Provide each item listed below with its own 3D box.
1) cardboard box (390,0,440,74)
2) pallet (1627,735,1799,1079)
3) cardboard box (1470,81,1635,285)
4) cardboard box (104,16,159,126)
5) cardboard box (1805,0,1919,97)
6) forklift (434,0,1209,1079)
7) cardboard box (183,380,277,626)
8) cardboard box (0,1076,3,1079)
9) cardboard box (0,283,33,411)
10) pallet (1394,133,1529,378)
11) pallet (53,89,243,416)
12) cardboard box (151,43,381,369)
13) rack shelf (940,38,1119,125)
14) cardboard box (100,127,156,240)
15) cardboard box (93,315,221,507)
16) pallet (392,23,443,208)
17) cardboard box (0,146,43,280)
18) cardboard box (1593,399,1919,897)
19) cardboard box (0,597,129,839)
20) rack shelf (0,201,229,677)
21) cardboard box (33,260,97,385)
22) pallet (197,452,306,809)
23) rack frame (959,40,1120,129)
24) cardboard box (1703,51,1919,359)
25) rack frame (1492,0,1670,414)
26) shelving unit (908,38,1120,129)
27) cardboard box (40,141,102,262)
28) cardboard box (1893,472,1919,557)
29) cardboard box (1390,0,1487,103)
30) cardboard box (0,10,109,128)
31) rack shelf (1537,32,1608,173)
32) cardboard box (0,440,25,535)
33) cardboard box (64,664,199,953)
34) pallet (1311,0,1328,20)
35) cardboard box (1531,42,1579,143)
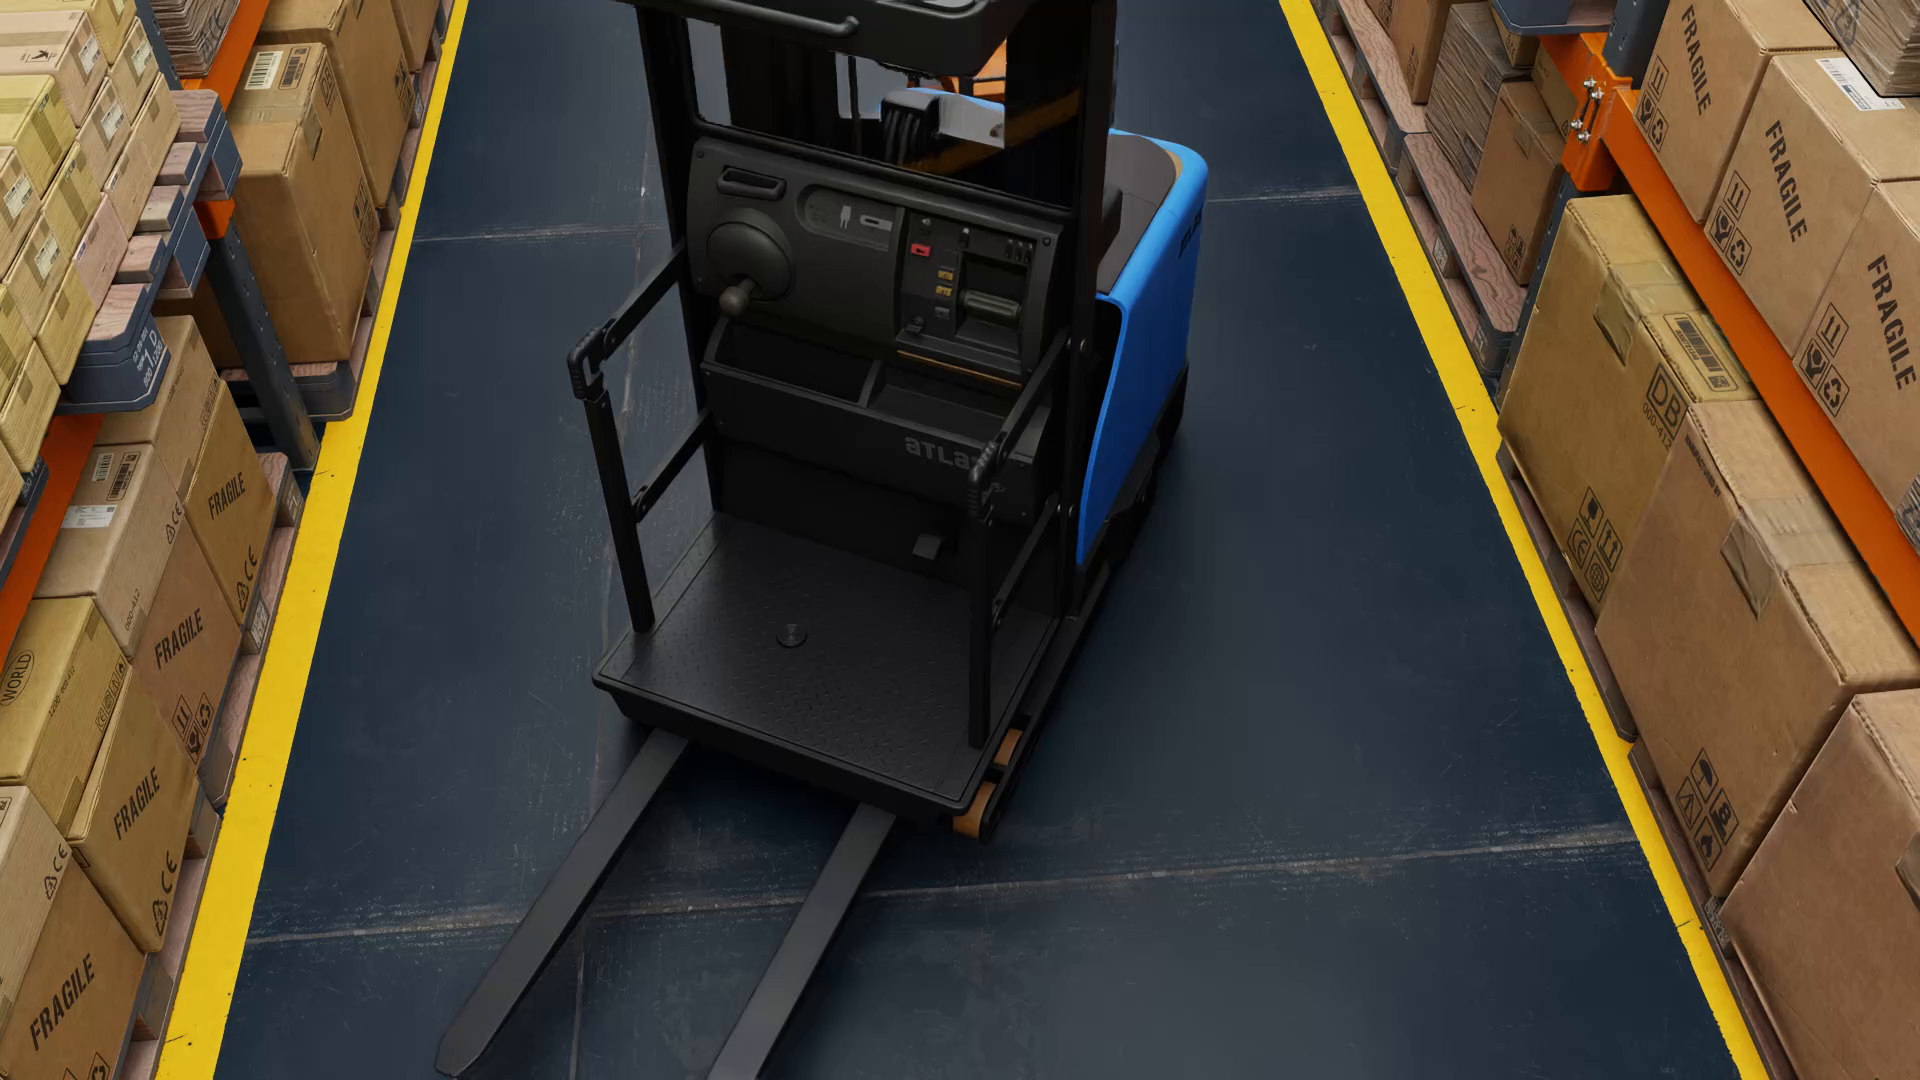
[{"bbox_3d":[-2.738,-2.388,6.706,1.050,0.750,0.750,-3,47,-3],"label":"cardboard box"},{"bbox_3d":[2.419,0.921,4.232,1.003,0.211,1.213,-3,47,-3],"label":"pallet"},{"bbox_3d":[2.253,-1.269,5.804,0.700,0.500,0.500,-6,47,-5],"label":"cardboard box"},{"bbox_3d":[-2.127,-1.096,3.901,0.380,0.149,0.250,-3,47,-2],"label":"cardboard box"},{"bbox_3d":[2.374,-1.343,3.696,0.797,0.503,0.637,-2,47,-2],"label":"cardboard box"},{"bbox_3d":[-0.302,-0.562,3.764,1.130,2.935,3.031,17,49,16],"label":"forklift"},{"bbox_3d":[-2.306,-0.090,4.701,0.500,0.500,0.500,-4,47,-3],"label":"cardboard box"},{"bbox_3d":[-2.130,1.411,3.280,0.500,0.500,0.500,-2,47,-1],"label":"cardboard box"},{"bbox_3d":[-2.039,-0.351,3.196,0.380,0.149,0.250,-4,47,-4],"label":"cardboard box"},{"bbox_3d":[2.265,-1.100,6.147,1.003,0.211,1.213,-3,47,-3],"label":"pallet"},{"bbox_3d":[-2.456,-0.690,3.970,1.213,0.211,1.003,-3,47,-3],"label":"pallet"},{"bbox_3d":[-2.583,-1.082,5.469,1.050,0.750,0.750,-4,47,-4],"label":"cardboard box"},{"bbox_3d":[0.150,-1.687,5.670,0.538,0.278,1.000,-8,47,-8],"label":"rack shelf"},{"bbox_3d":[-2.103,-0.814,3.839,0.380,0.149,0.250,-4,47,-3],"label":"cardboard box"},{"bbox_3d":[-2.303,-0.329,4.412,0.500,0.250,0.500,-4,47,-4],"label":"cardboard box"},{"bbox_3d":[-2.712,-1.762,6.773,1.003,0.211,1.213,-3,47,-3],"label":"pallet"},{"bbox_3d":[-2.057,-0.637,3.261,0.380,0.149,0.250,-2,47,-2],"label":"cardboard box"},{"bbox_3d":[2.433,0.239,4.132,1.225,0.875,0.875,-3,47,-3],"label":"cardboard box"},{"bbox_3d":[-2.223,0.404,3.717,0.500,0.250,0.500,-2,47,-2],"label":"cardboard box"},{"bbox_3d":[-2.454,0.429,3.273,1.077,0.370,4.000,-3,47,-3],"label":"rack shelf"},{"bbox_3d":[-2.064,-0.448,3.492,0.380,0.149,0.250,-4,47,-4],"label":"cardboard box"},{"bbox_3d":[-2.558,0.259,4.859,1.003,0.211,1.213,-3,47,-3],"label":"pallet"},{"bbox_3d":[0.246,-1.124,5.539,0.500,1.125,0.032,-8,47,-8],"label":"rack frame"},{"bbox_3d":[2.144,-0.787,3.860,0.500,0.500,0.500,-5,47,-4],"label":"cardboard box"},{"bbox_3d":[2.329,-1.494,4.599,1.000,3.000,0.127,-3,47,-3],"label":"rack frame"},{"bbox_3d":[0.149,-1.486,5.882,0.538,1.125,1.048,-8,47,-8],"label":"shelving unit"},{"bbox_3d":[-2.078,-0.712,3.538,0.380,0.149,0.250,-2,47,-2],"label":"cardboard box"},{"bbox_3d":[2.231,-0.054,3.167,0.500,0.500,0.500,-3,47,-3],"label":"cardboard box"},{"bbox_3d":[2.140,-2.079,6.572,0.700,0.500,0.500,0,47,0],"label":"cardboard box"},{"bbox_3d":[-2.105,-1.019,3.623,0.380,0.149,0.250,-4,47,-4],"label":"cardboard box"},{"bbox_3d":[2.162,-2.693,6.230,1.077,0.370,4.000,-3,47,-3],"label":"rack shelf"},{"bbox_3d":[-2.020,-0.066,3.130,0.380,0.149,0.250,-2,47,-2],"label":"cardboard box"},{"bbox_3d":[-2.206,0.668,3.984,0.500,0.500,0.500,-5,47,-5],"label":"cardboard box"},{"bbox_3d":[2.061,-2.865,7.818,1.003,0.211,1.213,-3,47,-3],"label":"pallet"},{"bbox_3d":[2.243,-1.526,5.531,0.500,0.250,0.500,-2,47,-2],"label":"cardboard box"}]
